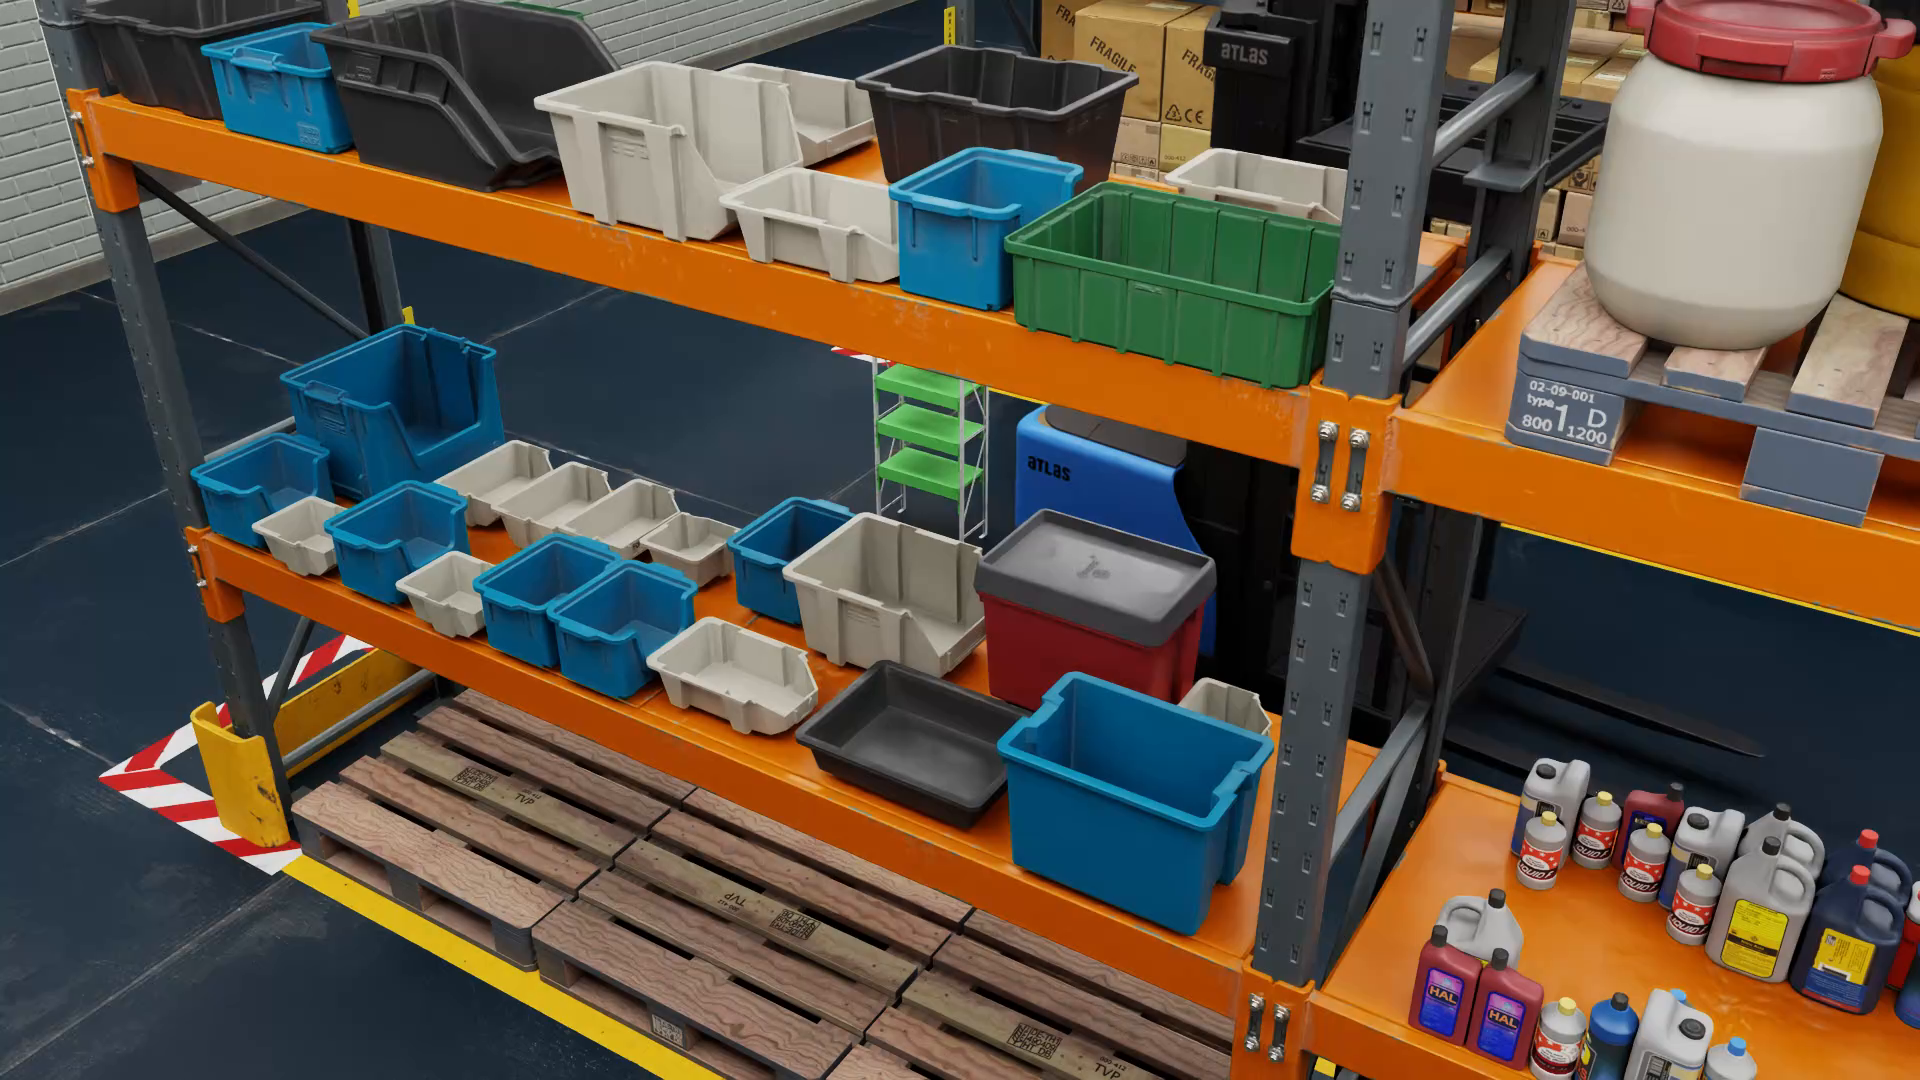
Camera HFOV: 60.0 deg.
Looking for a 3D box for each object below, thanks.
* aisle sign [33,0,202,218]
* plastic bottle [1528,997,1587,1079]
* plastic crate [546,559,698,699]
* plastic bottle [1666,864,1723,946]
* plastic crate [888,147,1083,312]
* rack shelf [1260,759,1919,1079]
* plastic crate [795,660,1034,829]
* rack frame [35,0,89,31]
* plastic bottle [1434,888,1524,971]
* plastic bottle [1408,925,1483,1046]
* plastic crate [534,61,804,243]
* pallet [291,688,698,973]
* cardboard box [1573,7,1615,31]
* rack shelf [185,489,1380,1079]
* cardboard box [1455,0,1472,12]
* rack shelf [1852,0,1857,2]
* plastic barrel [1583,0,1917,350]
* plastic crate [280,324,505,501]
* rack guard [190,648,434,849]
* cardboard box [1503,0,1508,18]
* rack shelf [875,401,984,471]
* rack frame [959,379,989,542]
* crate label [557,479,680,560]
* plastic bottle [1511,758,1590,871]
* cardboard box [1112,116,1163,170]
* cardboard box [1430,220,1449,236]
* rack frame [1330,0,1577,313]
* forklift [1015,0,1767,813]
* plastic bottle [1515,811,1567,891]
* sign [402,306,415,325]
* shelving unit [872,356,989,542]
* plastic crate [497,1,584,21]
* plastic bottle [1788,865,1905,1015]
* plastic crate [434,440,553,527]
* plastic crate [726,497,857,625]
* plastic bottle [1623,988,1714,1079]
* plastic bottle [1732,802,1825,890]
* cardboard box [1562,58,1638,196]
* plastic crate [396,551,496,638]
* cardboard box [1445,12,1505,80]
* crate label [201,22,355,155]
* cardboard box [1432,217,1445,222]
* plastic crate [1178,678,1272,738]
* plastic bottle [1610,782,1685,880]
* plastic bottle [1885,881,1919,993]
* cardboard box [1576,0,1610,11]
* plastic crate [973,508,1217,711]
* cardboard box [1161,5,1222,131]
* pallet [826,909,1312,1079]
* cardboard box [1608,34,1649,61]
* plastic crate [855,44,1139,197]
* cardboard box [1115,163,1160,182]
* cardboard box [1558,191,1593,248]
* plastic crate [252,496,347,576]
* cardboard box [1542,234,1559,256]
[{"bbox_3d":[-2.607,-1.431,5.147,0.004,0.787,0.394,18,35,27],"label":"aisle sign"},{"bbox_3d":[1.304,1.081,3.618,0.097,0.201,0.097,0,30,0],"label":"plastic bottle"},{"bbox_3d":[-0.985,0.270,4.917,0.300,0.233,0.416,18,35,27],"label":"plastic crate"},{"bbox_3d":[1.764,0.865,3.987,0.097,0.201,0.097,0,30,0],"label":"plastic bottle"},{"bbox_3d":[0.059,-0.675,3.620,0.300,0.233,0.416,18,35,27],"label":"plastic crate"},{"bbox_3d":[2.694,1.502,3.412,4.000,0.370,1.077,18,35,27],"label":"rack shelf"},{"bbox_3d":[-0.091,0.563,4.521,0.590,0.125,0.437,18,35,27],"label":"plastic crate"},{"bbox_3d":[-2.388,-3.007,4.474,0.127,3.000,1.000,18,35,27],"label":"rack frame"},{"bbox_3d":[1.160,0.920,3.745,0.185,0.351,0.144,18,35,27],"label":"plastic bottle"},{"bbox_3d":[1.084,0.986,3.698,0.133,0.283,0.061,18,35,27],"label":"plastic bottle"},{"bbox_3d":[-0.675,-0.935,4.017,0.530,0.282,0.437,18,35,27],"label":"plastic crate"},{"bbox_3d":[-1.710,1.026,6.282,1.213,0.211,1.003,18,35,27],"label":"pallet"},{"bbox_3d":[4.627,-3.804,12.044,0.250,0.149,0.380,18,35,28],"label":"cardboard box"},{"bbox_3d":[-0.694,0.431,5.249,4.000,0.370,1.077,18,35,27],"label":"rack shelf"},{"bbox_3d":[3.797,-4.128,12.599,0.250,0.149,0.380,19,35,30],"label":"cardboard box"},{"bbox_3d":[5.327,-1.907,6.280,4.000,0.370,1.077,18,35,27],"label":"rack shelf"},{"bbox_3d":[1.312,-0.632,2.828,0.433,0.535,0.433,0,30,0],"label":"plastic barrel"},{"bbox_3d":[-2.005,-0.447,5.945,0.499,0.435,0.616,18,35,27],"label":"plastic crate"},{"bbox_3d":[-2.415,0.663,6.618,0.348,0.500,1.175,18,35,27],"label":"rack guard"},{"bbox_3d":[4.208,-3.967,12.322,0.250,0.149,0.380,17,34,26],"label":"cardboard box"},{"bbox_3d":[-0.140,-0.507,8.056,0.480,0.148,0.258,18,35,27],"label":"rack shelf"},{"bbox_3d":[0.066,-0.497,7.912,0.015,1.200,0.240,18,35,27],"label":"rack frame"},{"bbox_3d":[-1.114,-0.039,5.542,0.243,0.136,0.396,18,35,27],"label":"crate label"},{"bbox_3d":[1.506,0.677,4.236,0.135,0.276,0.152,18,35,27],"label":"plastic bottle"},{"bbox_3d":[0.952,-2.213,8.921,0.500,0.250,0.500,17,34,27],"label":"cardboard box"},{"bbox_3d":[2.329,-1.567,8.209,0.250,0.149,0.380,18,35,28],"label":"cardboard box"},{"bbox_3d":[1.000,-1.936,2.638,0.127,3.000,1.000,18,35,27],"label":"rack frame"},{"bbox_3d":[1.705,-0.587,6.348,3.031,2.935,1.130,21,36,31],"label":"forklift"},{"bbox_3d":[1.455,0.767,4.155,0.097,0.201,0.097,0,30,0],"label":"plastic bottle"},{"bbox_3d":[-2.109,-0.726,6.355,0.005,0.325,0.100,18,35,27],"label":"sign"},{"bbox_3d":[-0.140,-0.563,8.024,0.503,1.200,0.258,18,35,27],"label":"shelving unit"},{"bbox_3d":[-1.401,-1.478,5.040,0.336,0.188,0.450,18,35,27],"label":"plastic crate"},{"bbox_3d":[2.032,0.895,3.789,0.185,0.351,0.144,18,35,27],"label":"plastic bottle"},{"bbox_3d":[-1.601,-0.187,5.796,0.243,0.136,0.396,18,35,27],"label":"plastic crate"},{"bbox_3d":[-0.512,0.071,5.258,0.300,0.233,0.416,18,35,27],"label":"plastic crate"},{"bbox_3d":[1.499,1.094,3.521,0.135,0.276,0.152,18,35,27],"label":"plastic bottle"},{"bbox_3d":[1.952,0.784,3.979,0.185,0.351,0.144,18,35,27],"label":"plastic bottle"},{"bbox_3d":[3.102,-1.855,7.562,0.500,0.500,0.500,19,35,29],"label":"cardboard box"},{"bbox_3d":[-1.552,0.182,5.164,0.298,0.136,0.250,18,35,27],"label":"plastic crate"},{"bbox_3d":[2.507,-2.356,8.421,0.500,0.500,0.500,16,34,26],"label":"cardboard box"},{"bbox_3d":[-1.778,-1.262,4.608,0.502,0.251,0.408,18,35,27],"label":"crate label"},{"bbox_3d":[2.248,-1.802,8.217,0.500,0.250,0.500,18,35,28],"label":"cardboard box"},{"bbox_3d":[0.682,0.558,4.519,0.243,0.136,0.396,18,35,27],"label":"plastic crate"},{"bbox_3d":[1.726,0.716,4.161,0.133,0.283,0.061,18,35,27],"label":"plastic bottle"},{"bbox_3d":[2.242,0.910,3.837,0.135,0.276,0.152,18,35,27],"label":"plastic bottle"},{"bbox_3d":[4.511,-4.150,11.993,0.500,0.500,0.500,17,34,26],"label":"cardboard box"},{"bbox_3d":[0.377,0.256,4.712,0.583,0.464,0.402,18,35,27],"label":"plastic crate"},{"bbox_3d":[1.374,-2.403,8.503,0.500,0.500,0.500,17,34,26],"label":"cardboard box"},{"bbox_3d":[0.356,1.680,5.161,1.213,0.211,1.003,18,35,27],"label":"pallet"},{"bbox_3d":[3.363,-2.083,7.954,0.500,0.500,0.500,18,35,27],"label":"cardboard box"},{"bbox_3d":[0.094,-1.033,4.197,0.590,0.269,0.497,18,35,27],"label":"plastic crate"},{"bbox_3d":[1.027,-1.979,8.916,0.250,0.149,0.380,17,34,27],"label":"cardboard box"},{"bbox_3d":[3.119,-1.528,7.746,0.500,0.250,0.500,17,34,26],"label":"cardboard box"},{"bbox_3d":[-2.126,0.000,5.475,0.298,0.136,0.250,18,35,27],"label":"plastic crate"},{"bbox_3d":[2.765,-1.429,7.973,0.250,0.149,0.380,17,34,27],"label":"cardboard box"}]
